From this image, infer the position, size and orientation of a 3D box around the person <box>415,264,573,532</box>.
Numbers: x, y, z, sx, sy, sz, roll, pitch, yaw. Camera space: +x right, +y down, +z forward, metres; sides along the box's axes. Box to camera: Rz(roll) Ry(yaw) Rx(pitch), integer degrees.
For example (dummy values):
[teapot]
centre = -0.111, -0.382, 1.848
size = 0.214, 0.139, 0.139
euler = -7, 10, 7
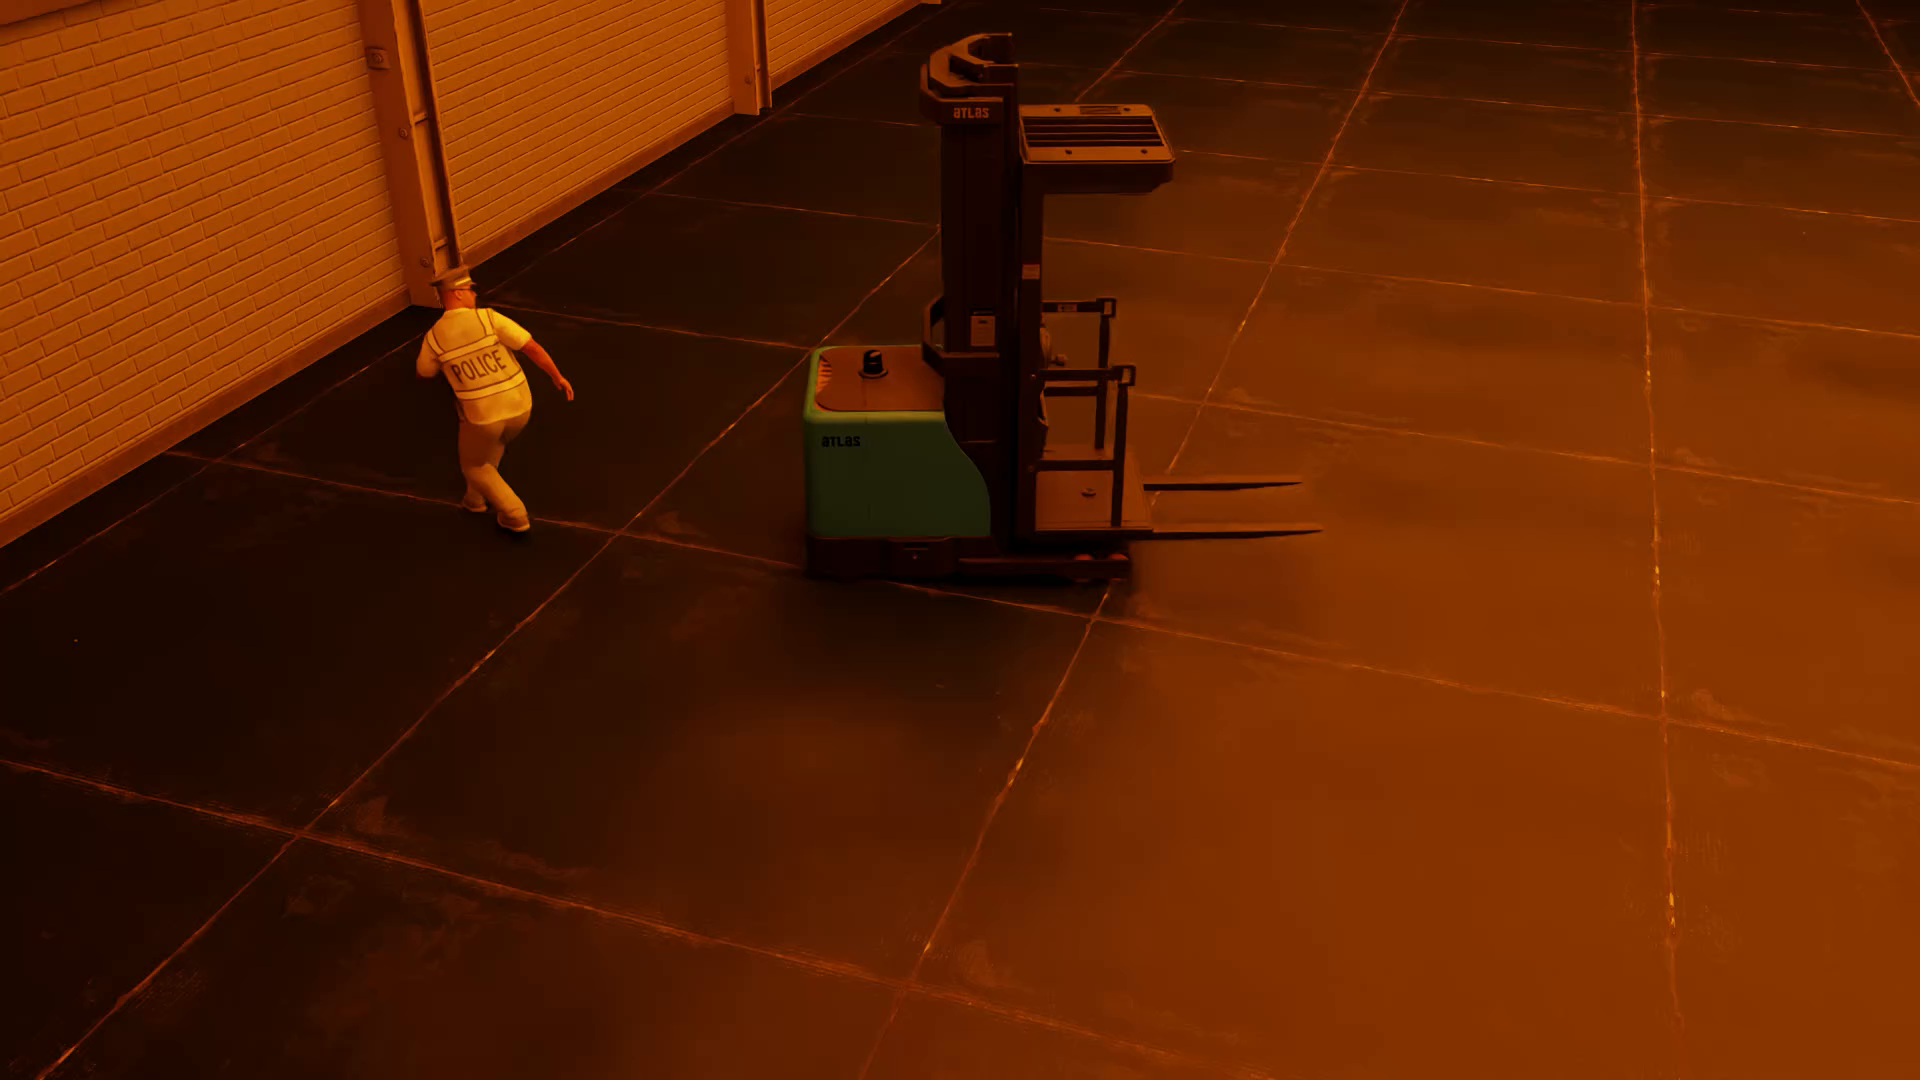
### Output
[person]
centre = -2.821, -0.880, 10.029
size = 0.814, 1.650, 0.828
euler = -18, 34, -28

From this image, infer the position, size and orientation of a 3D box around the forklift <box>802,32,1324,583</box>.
[forklift]
centre = 0.615, -1.287, 9.395
size = 3.031, 2.935, 1.130
euler = -1, 30, -1
